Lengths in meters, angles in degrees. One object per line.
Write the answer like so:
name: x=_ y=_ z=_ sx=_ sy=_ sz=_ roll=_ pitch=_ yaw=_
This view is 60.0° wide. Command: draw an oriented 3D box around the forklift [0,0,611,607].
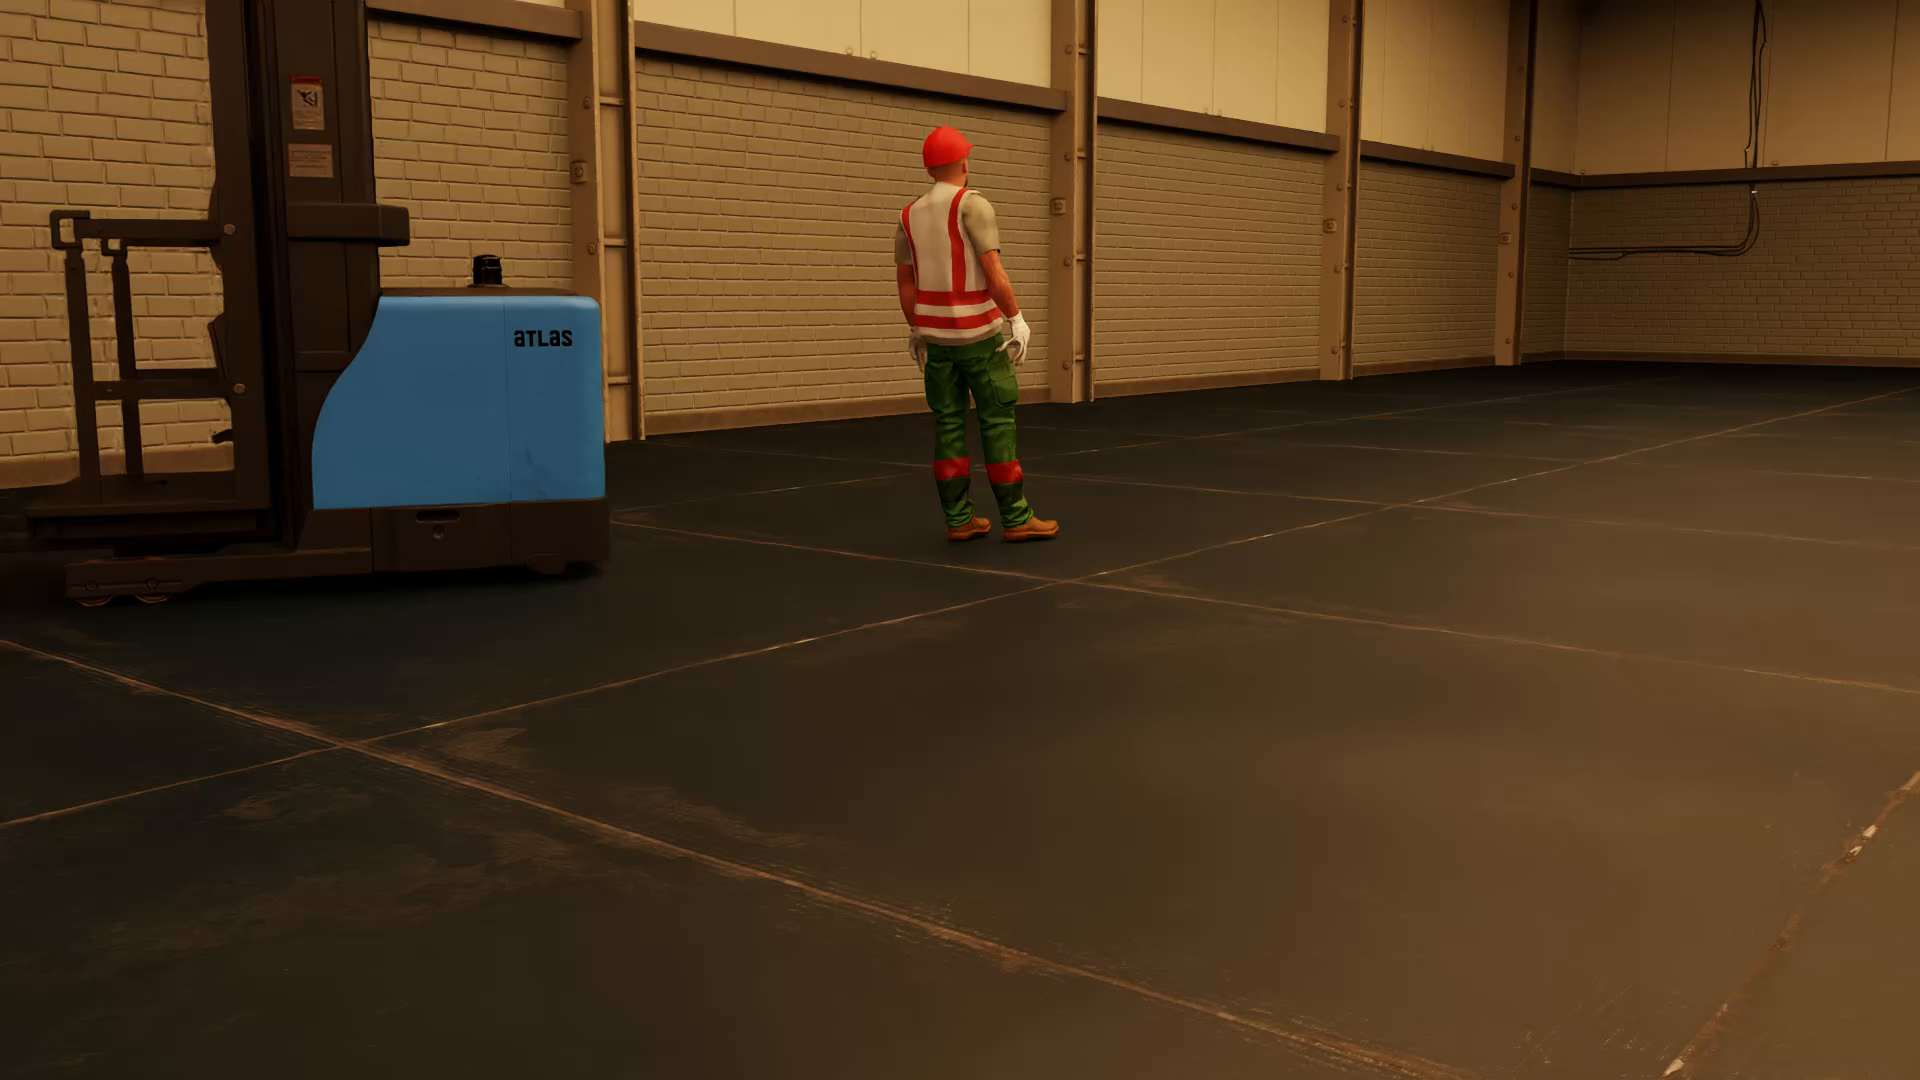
forklift: x=-2.928 y=-1.302 z=6.182 sx=3.031 sy=2.935 sz=1.130 roll=-3 pitch=9 yaw=-18

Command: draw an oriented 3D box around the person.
person: x=0.060 y=-0.901 z=7.329 sx=0.637 sy=1.790 sz=0.562 roll=7 pitch=11 yaw=38
